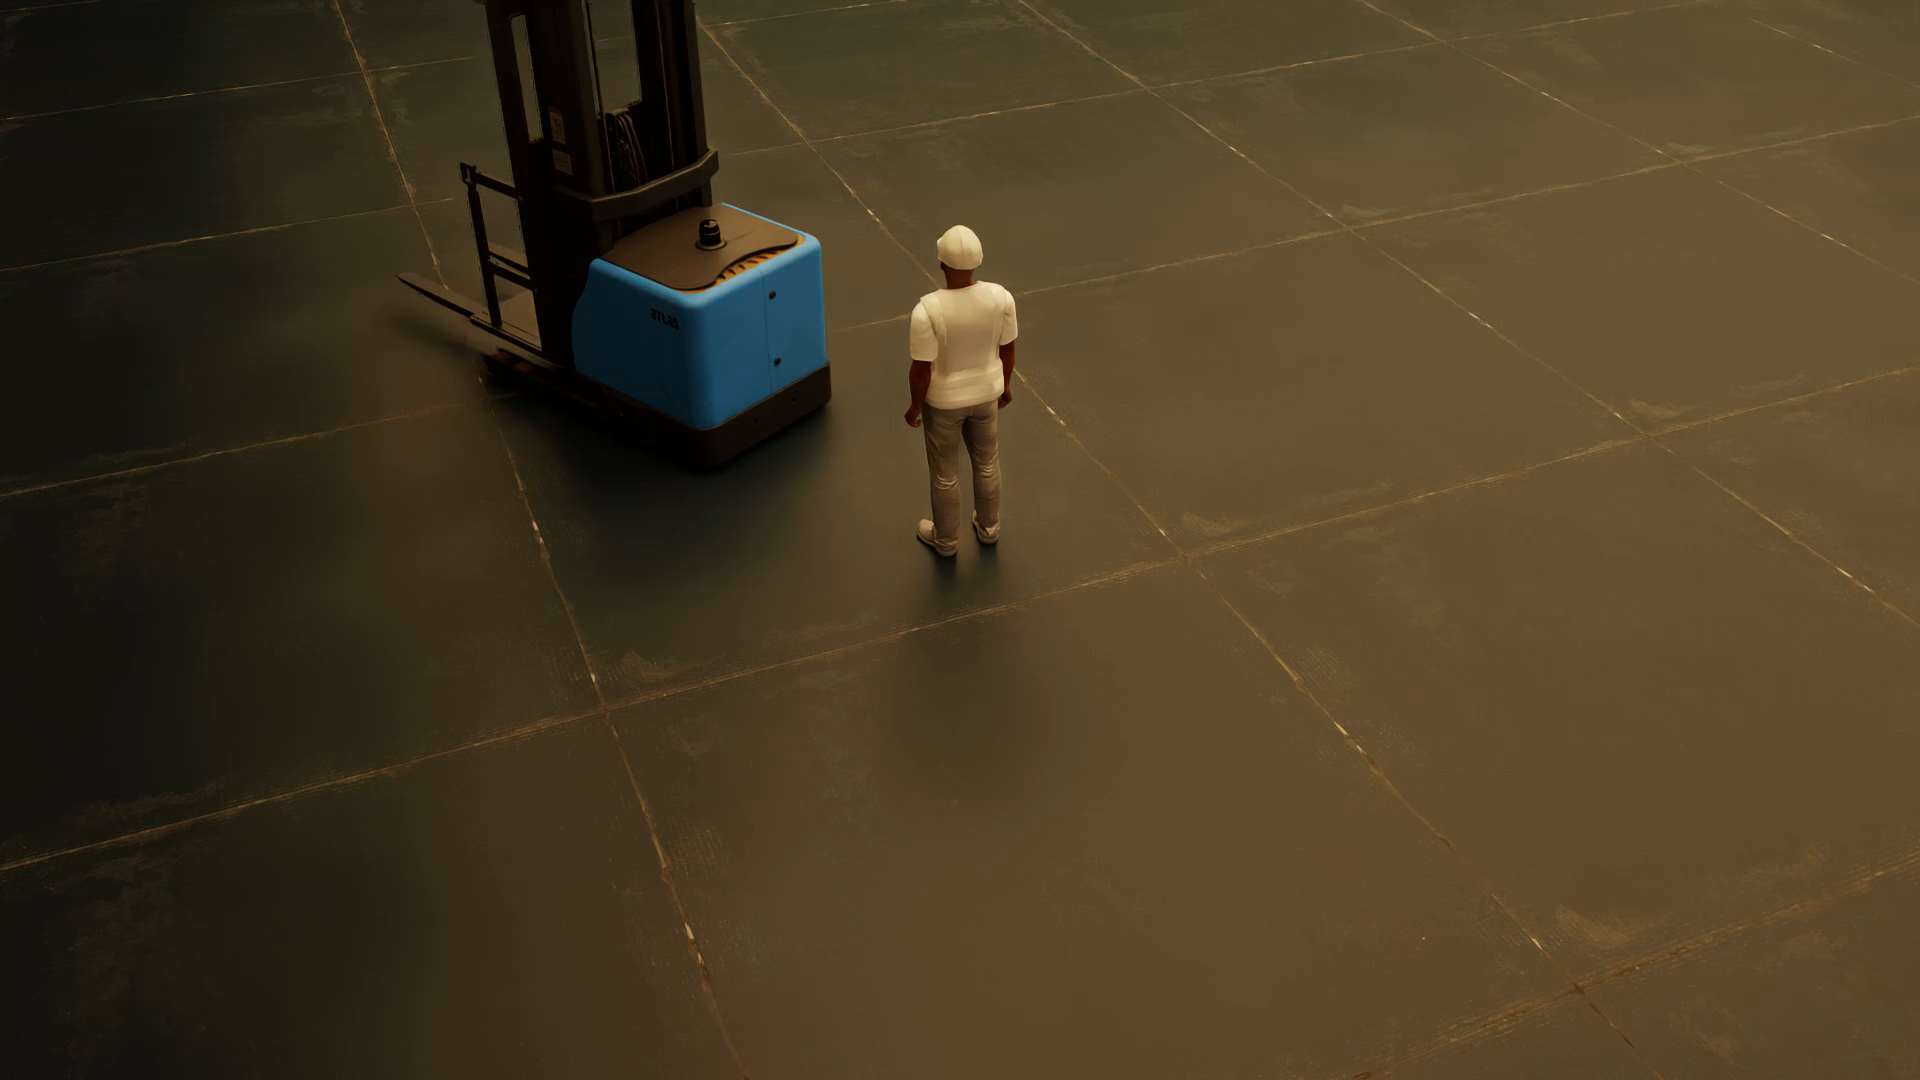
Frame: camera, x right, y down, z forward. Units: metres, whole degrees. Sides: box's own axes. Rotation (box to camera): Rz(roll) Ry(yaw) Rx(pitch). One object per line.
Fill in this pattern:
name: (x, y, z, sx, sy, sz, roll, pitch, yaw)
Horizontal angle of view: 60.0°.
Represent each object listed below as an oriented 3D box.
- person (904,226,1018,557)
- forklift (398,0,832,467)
person: (-0.010, -0.718, 8.115, 0.556, 1.770, 0.388, -14, 38, -19)
forklift: (-2.210, -2.297, 9.328, 3.031, 2.935, 1.130, 25, 43, 31)
